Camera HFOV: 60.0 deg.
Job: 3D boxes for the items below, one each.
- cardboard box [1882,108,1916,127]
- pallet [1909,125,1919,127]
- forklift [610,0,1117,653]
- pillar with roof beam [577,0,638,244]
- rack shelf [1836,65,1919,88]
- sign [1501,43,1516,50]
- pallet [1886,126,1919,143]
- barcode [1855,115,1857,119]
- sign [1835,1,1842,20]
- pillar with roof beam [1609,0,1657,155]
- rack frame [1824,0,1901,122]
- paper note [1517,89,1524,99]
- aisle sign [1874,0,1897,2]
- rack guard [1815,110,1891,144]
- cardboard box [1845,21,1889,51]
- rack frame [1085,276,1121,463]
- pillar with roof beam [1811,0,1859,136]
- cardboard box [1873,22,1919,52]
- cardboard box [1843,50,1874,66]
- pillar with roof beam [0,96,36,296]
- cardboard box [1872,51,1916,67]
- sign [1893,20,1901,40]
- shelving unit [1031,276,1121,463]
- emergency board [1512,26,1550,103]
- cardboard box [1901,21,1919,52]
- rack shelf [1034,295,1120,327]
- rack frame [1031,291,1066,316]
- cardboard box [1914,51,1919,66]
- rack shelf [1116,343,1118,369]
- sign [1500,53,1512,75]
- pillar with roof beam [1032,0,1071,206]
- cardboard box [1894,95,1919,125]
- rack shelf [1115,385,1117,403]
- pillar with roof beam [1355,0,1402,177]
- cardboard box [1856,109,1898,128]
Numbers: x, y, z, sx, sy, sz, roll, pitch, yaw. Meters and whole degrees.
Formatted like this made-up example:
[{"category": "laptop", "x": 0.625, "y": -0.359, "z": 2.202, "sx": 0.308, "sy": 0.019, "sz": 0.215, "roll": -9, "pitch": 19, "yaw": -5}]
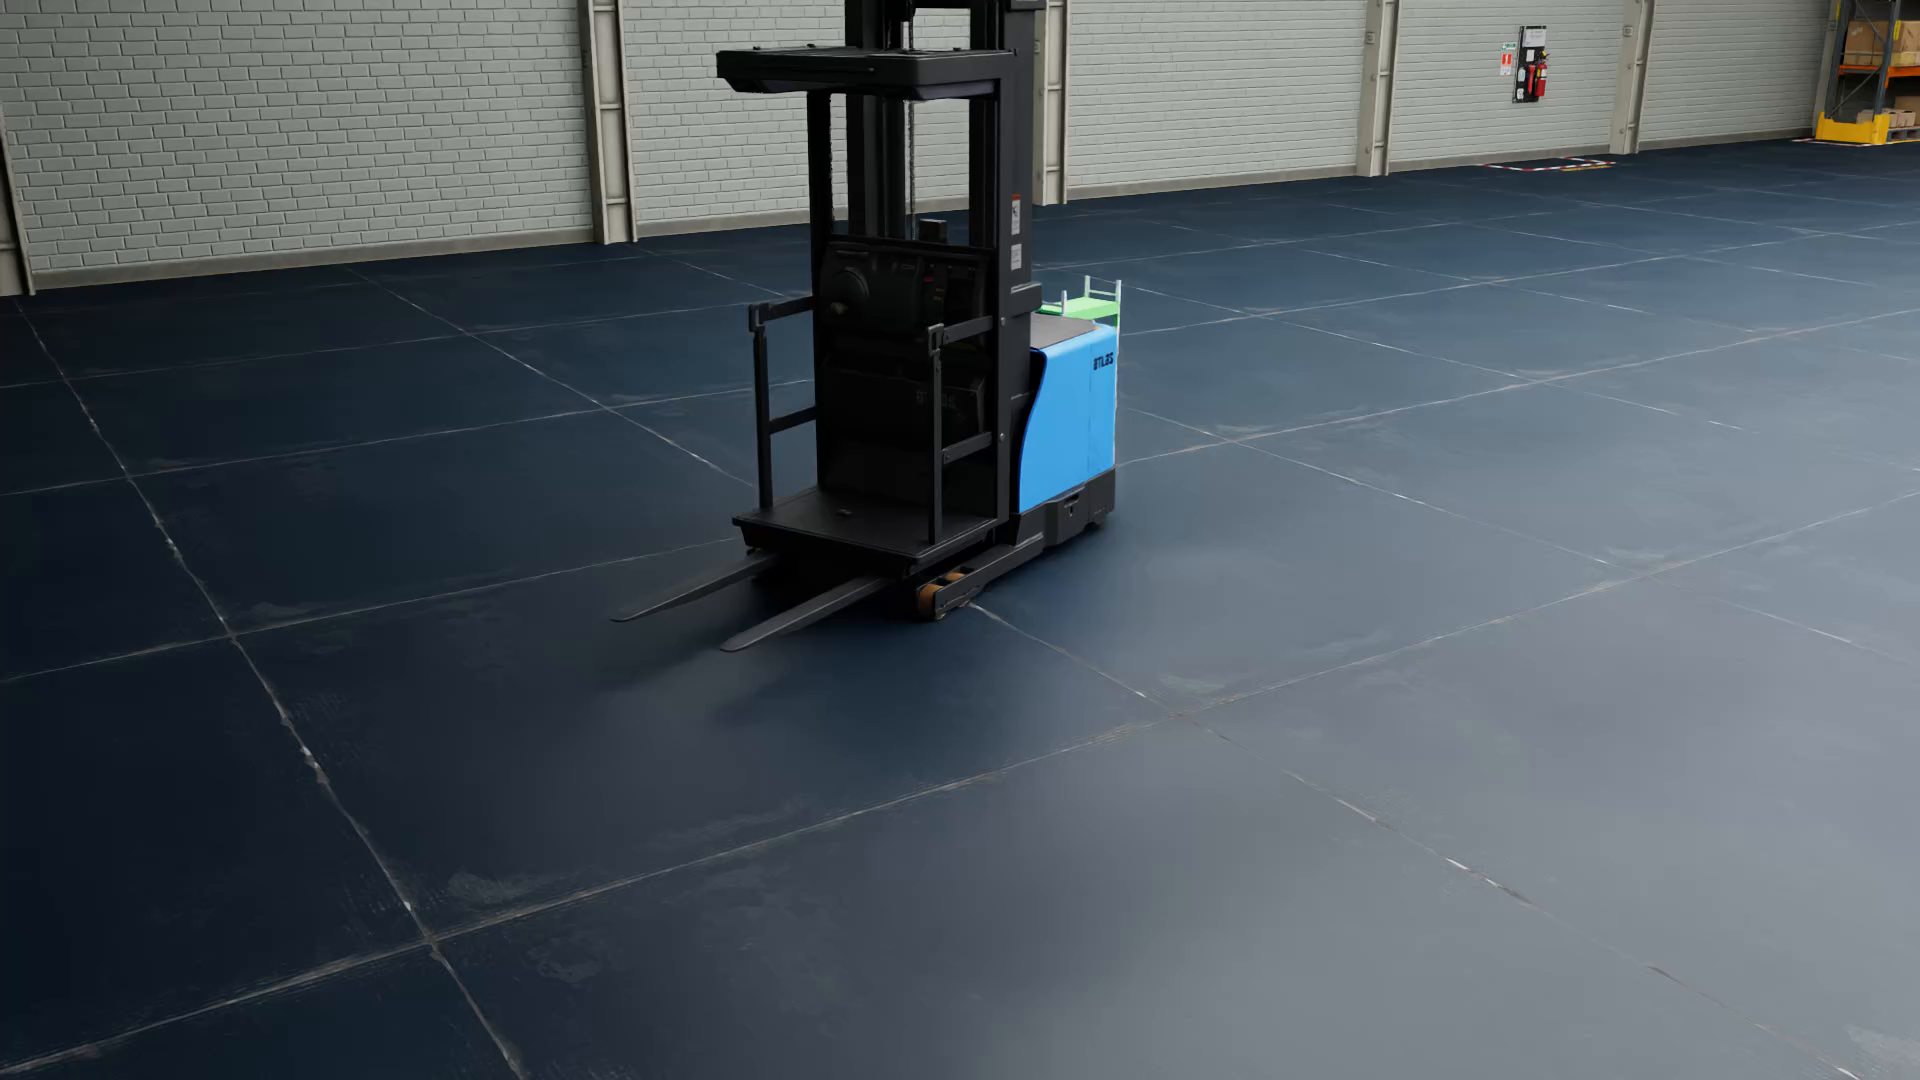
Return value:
[{"category": "cardboard box", "x": 17.178, "y": -7.778, "z": 30.580, "sx": 0.500, "sy": 0.311, "sz": 0.500, "roll": -10, "pitch": 21, "yaw": -27}, {"category": "pallet", "x": 17.854, "y": -7.685, "z": 31.147, "sx": 1.213, "sy": 0.211, "sz": 1.003, "roll": -12, "pitch": 22, "yaw": -31}, {"category": "forklift", "x": -0.384, "y": -1.191, "z": 7.692, "sx": 1.130, "sy": 2.935, "sz": 3.031, "roll": 12, "pitch": 22, "yaw": 31}, {"category": "pillar with roof beam", "x": -1.493, "y": -6.463, "z": 13.811, "sx": 0.400, "sy": 9.000, "sz": 9.100, "roll": -12, "pitch": 22, "yaw": -31}, {"category": "rack shelf", "x": 17.745, "y": -8.657, "z": 30.791, "sx": 4.000, "sy": 0.370, "sz": 1.077, "roll": -12, "pitch": 22, "yaw": -31}, {"category": "sign", "x": 8.578, "y": -7.715, "z": 25.997, "sx": 0.331, "sy": 0.109, "sz": 0.001, "roll": -12, "pitch": 22, "yaw": -31}, {"category": "pallet", "x": 16.836, "y": -7.471, "z": 30.515, "sx": 1.213, "sy": 0.211, "sz": 1.003, "roll": -12, "pitch": 22, "yaw": -31}, {"category": "barcode", "x": 16.497, "y": -7.792, "z": 30.607, "sx": 0.075, "sy": 0.075, "sz": 0.001, "roll": -12, "pitch": 22, "yaw": -31}, {"category": "sign", "x": 15.786, "y": -9.496, "z": 29.847, "sx": 0.005, "sy": 0.325, "sz": 0.100, "roll": -12, "pitch": 22, "yaw": -31}, {"category": "pillar with roof beam", "x": 13.540, "y": -9.634, "z": 23.190, "sx": 0.400, "sy": 9.000, "sz": 9.100, "roll": -12, "pitch": 22, "yaw": -31}, {"category": "rack frame", "x": 16.074, "y": -8.645, "z": 29.633, "sx": 0.127, "sy": 3.000, "sz": 1.000, "roll": -12, "pitch": 22, "yaw": -31}, {"category": "paper note", "x": 8.902, "y": -7.088, "z": 26.403, "sx": 0.142, "sy": 0.148, "sz": 0.016, "roll": -12, "pitch": 22, "yaw": -31}, {"category": "aisle sign", "x": 16.179, "y": -9.784, "z": 28.942, "sx": 0.004, "sy": 0.787, "sz": 0.394, "roll": -12, "pitch": 22, "yaw": -31}, {"category": "rack guard", "x": 16.138, "y": -7.475, "z": 30.073, "sx": 0.348, "sy": 0.500, "sz": 1.175, "roll": -12, "pitch": 22, "yaw": -31}, {"category": "cardboard box", "x": 16.351, "y": -9.079, "z": 29.948, "sx": 0.500, "sy": 0.500, "sz": 0.500, "roll": -12, "pitch": 22, "yaw": -32}, {"category": "rack frame", "x": 0.800, "y": -0.903, "z": 9.542, "sx": 0.240, "sy": 1.200, "sz": 0.015, "roll": 16, "pitch": 24, "yaw": 39}, {"category": "pillar with roof beam", "x": 18.551, "y": -10.690, "z": 26.316, "sx": 0.400, "sy": 9.000, "sz": 9.100, "roll": -12, "pitch": 22, "yaw": -31}, {"category": "cardboard box", "x": 16.638, "y": -8.943, "z": 29.545, "sx": 0.500, "sy": 0.500, "sz": 0.500, "roll": -12, "pitch": 22, "yaw": -31}, {"category": "cardboard box", "x": 16.358, "y": -8.718, "z": 30.051, "sx": 0.500, "sy": 0.250, "sz": 0.500, "roll": -12, "pitch": 22, "yaw": -31}, {"category": "pillar with roof beam", "x": -6.504, "y": -5.406, "z": 10.685, "sx": 0.400, "sy": 9.000, "sz": 9.100, "roll": -12, "pitch": 22, "yaw": -31}, {"category": "cardboard box", "x": 16.657, "y": -8.585, "z": 29.657, "sx": 0.500, "sy": 0.250, "sz": 0.500, "roll": -13, "pitch": 22, "yaw": -33}, {"category": "sign", "x": 16.373, "y": -8.910, "z": 29.066, "sx": 0.005, "sy": 0.325, "sz": 0.100, "roll": -12, "pitch": 22, "yaw": -31}, {"category": "shelving unit", "x": 0.637, "y": -0.847, "z": 9.369, "sx": 0.258, "sy": 1.200, "sz": 0.503, "roll": 16, "pitch": 24, "yaw": 39}, {"category": "emergency board", "x": 9.087, "y": -7.518, "z": 26.299, "sx": 0.643, "sy": 1.169, "sz": 0.194, "roll": -12, "pitch": 22, "yaw": -31}, {"category": "cardboard box", "x": 17.057, "y": -9.027, "z": 29.795, "sx": 0.500, "sy": 0.500, "sz": 0.500, "roll": -12, "pitch": 22, "yaw": -31}, {"category": "rack shelf", "x": 0.639, "y": -1.242, "z": 9.239, "sx": 0.258, "sy": 0.148, "sz": 0.480, "roll": 16, "pitch": 24, "yaw": 39}, {"category": "rack frame", "x": 0.473, "y": -0.792, "z": 9.197, "sx": 0.240, "sy": 1.200, "sz": 0.015, "roll": 16, "pitch": 24, "yaw": 39}, {"category": "cardboard box", "x": 17.082, "y": -8.680, "z": 29.939, "sx": 0.500, "sy": 0.250, "sz": 0.500, "roll": -13, "pitch": 22, "yaw": -33}, {"category": "rack shelf", "x": 0.638, "y": -1.015, "z": 9.314, "sx": 0.258, "sy": 0.148, "sz": 0.480, "roll": 16, "pitch": 24, "yaw": 39}, {"category": "sign", "x": 8.569, "y": -7.465, "z": 26.087, "sx": 0.234, "sy": 0.329, "sz": 0.001, "roll": -12, "pitch": 22, "yaw": -31}, {"category": "pillar with roof beam", "x": 3.518, "y": -7.520, "z": 16.937, "sx": 0.400, "sy": 9.000, "sz": 9.100, "roll": -12, "pitch": 22, "yaw": -31}, {"category": "cardboard box", "x": 17.818, "y": -7.984, "z": 30.892, "sx": 0.500, "sy": 0.500, "sz": 0.700, "roll": -14, "pitch": 23, "yaw": -35}, {"category": "rack shelf", "x": 0.636, "y": -0.787, "z": 9.389, "sx": 0.258, "sy": 0.148, "sz": 0.480, "roll": 16, "pitch": 24, "yaw": 39}, {"category": "pillar with roof beam", "x": 8.529, "y": -8.577, "z": 20.064, "sx": 0.400, "sy": 9.000, "sz": 9.100, "roll": -12, "pitch": 22, "yaw": -31}, {"category": "cardboard box", "x": 16.702, "y": -7.678, "z": 30.283, "sx": 0.500, "sy": 0.311, "sz": 0.500, "roll": -15, "pitch": 24, "yaw": -37}]
